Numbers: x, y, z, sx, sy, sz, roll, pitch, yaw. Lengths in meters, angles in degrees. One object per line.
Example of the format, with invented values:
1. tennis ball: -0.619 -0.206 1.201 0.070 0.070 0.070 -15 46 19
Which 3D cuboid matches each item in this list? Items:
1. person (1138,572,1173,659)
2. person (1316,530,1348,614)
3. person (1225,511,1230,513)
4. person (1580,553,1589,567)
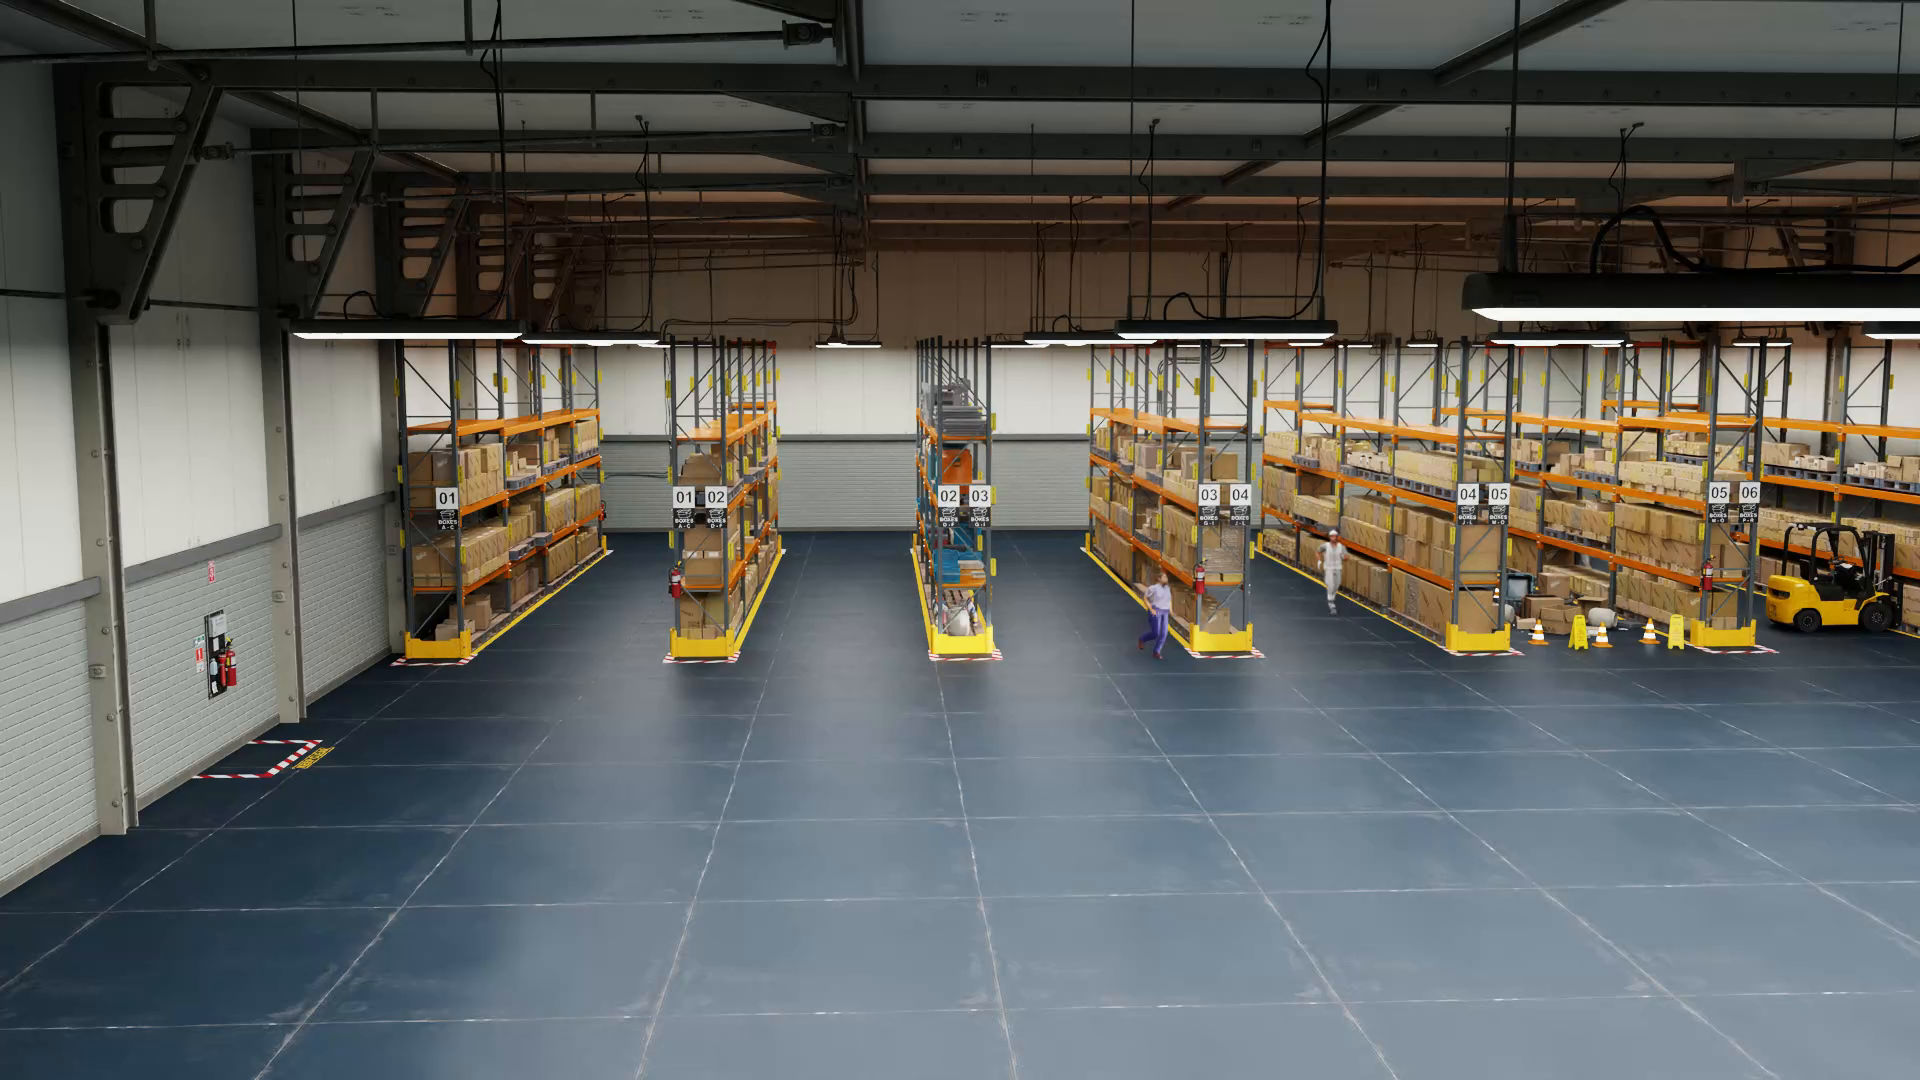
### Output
1. person: 3.756 1.402 31.258 0.653 1.572 0.665 -4 8 -30
2. person: 8.158 0.671 36.389 0.658 1.785 0.983 -1 7 -5
3. person: 7.596 -0.595 48.187 0.609 1.761 0.777 -5 8 -37
4. person: 16.113 -0.031 42.930 0.659 1.822 0.834 -1 7 -7
